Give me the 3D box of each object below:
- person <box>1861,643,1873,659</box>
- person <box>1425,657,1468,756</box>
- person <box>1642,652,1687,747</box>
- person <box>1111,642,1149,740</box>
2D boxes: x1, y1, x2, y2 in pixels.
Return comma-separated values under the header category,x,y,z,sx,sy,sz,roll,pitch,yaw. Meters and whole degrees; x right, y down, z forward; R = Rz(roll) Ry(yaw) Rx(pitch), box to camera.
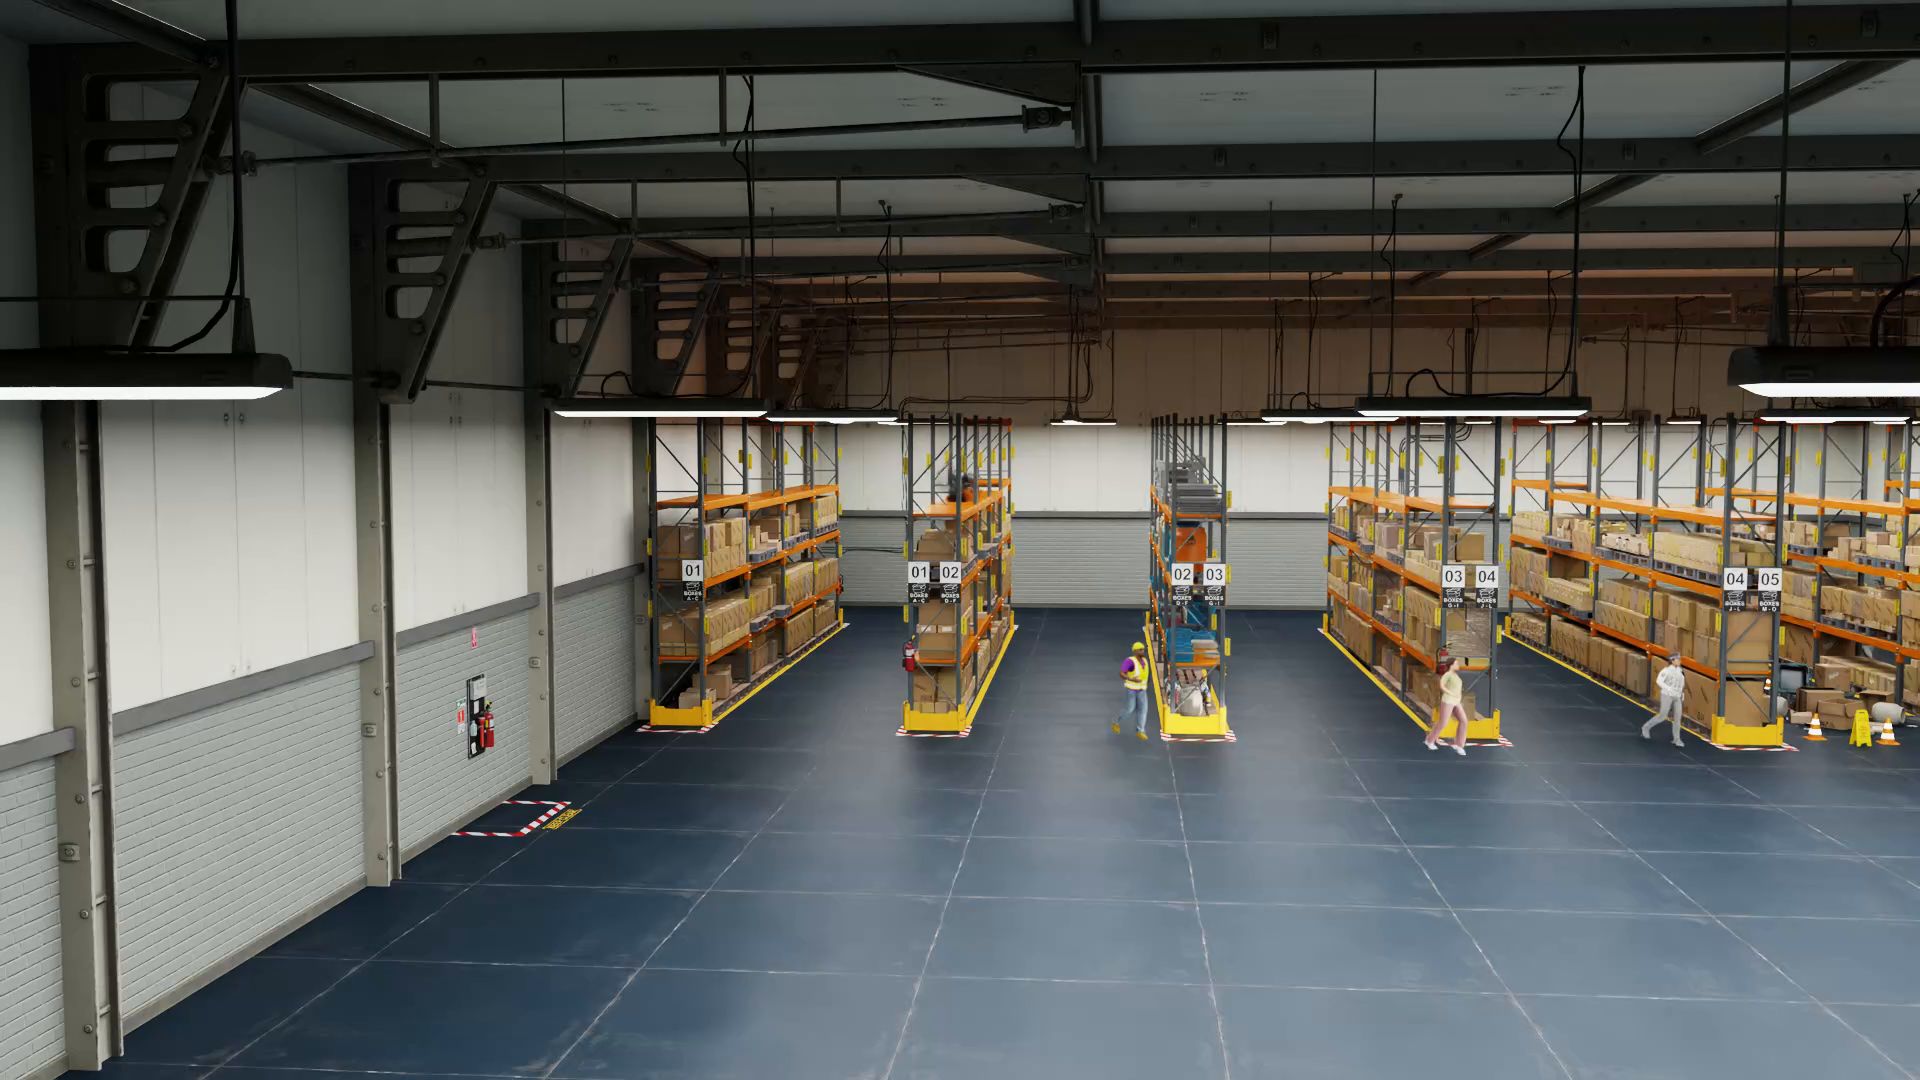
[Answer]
category,x,y,z,sx,sy,sz,roll,pitch,yaw
person,21.788,2.174,39.792,0.672,1.769,0.649,0,4,6
person,8.670,2.917,29.400,0.626,1.691,0.788,-3,5,-41
person,12.926,2.852,30.157,0.672,1.657,0.918,-2,4,-22
person,3.247,2.770,30.768,0.728,1.766,0.918,-3,5,-35
